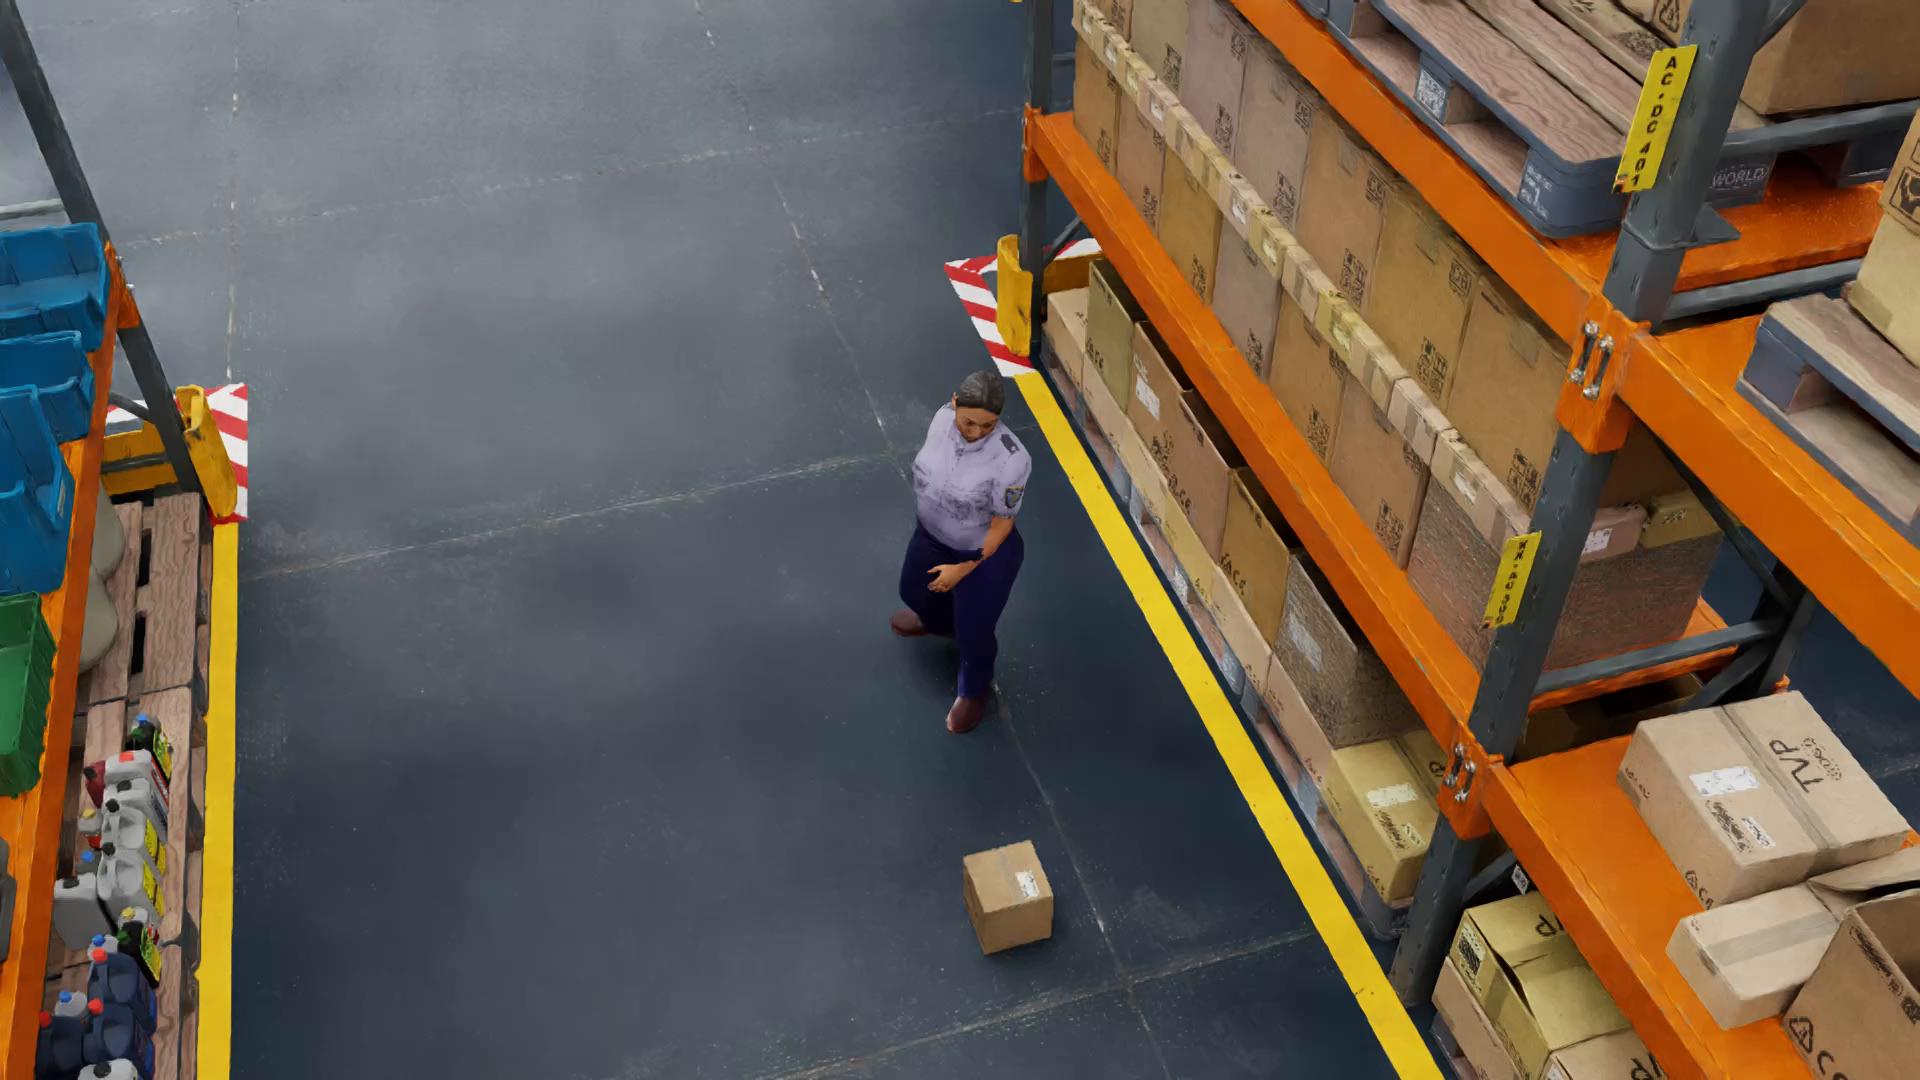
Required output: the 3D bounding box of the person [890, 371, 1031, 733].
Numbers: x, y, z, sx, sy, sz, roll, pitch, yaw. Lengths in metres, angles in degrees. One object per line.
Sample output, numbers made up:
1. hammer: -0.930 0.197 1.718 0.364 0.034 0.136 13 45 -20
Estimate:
1. person: -0.056 -0.029 6.222 0.722 1.617 0.447 34 52 31
